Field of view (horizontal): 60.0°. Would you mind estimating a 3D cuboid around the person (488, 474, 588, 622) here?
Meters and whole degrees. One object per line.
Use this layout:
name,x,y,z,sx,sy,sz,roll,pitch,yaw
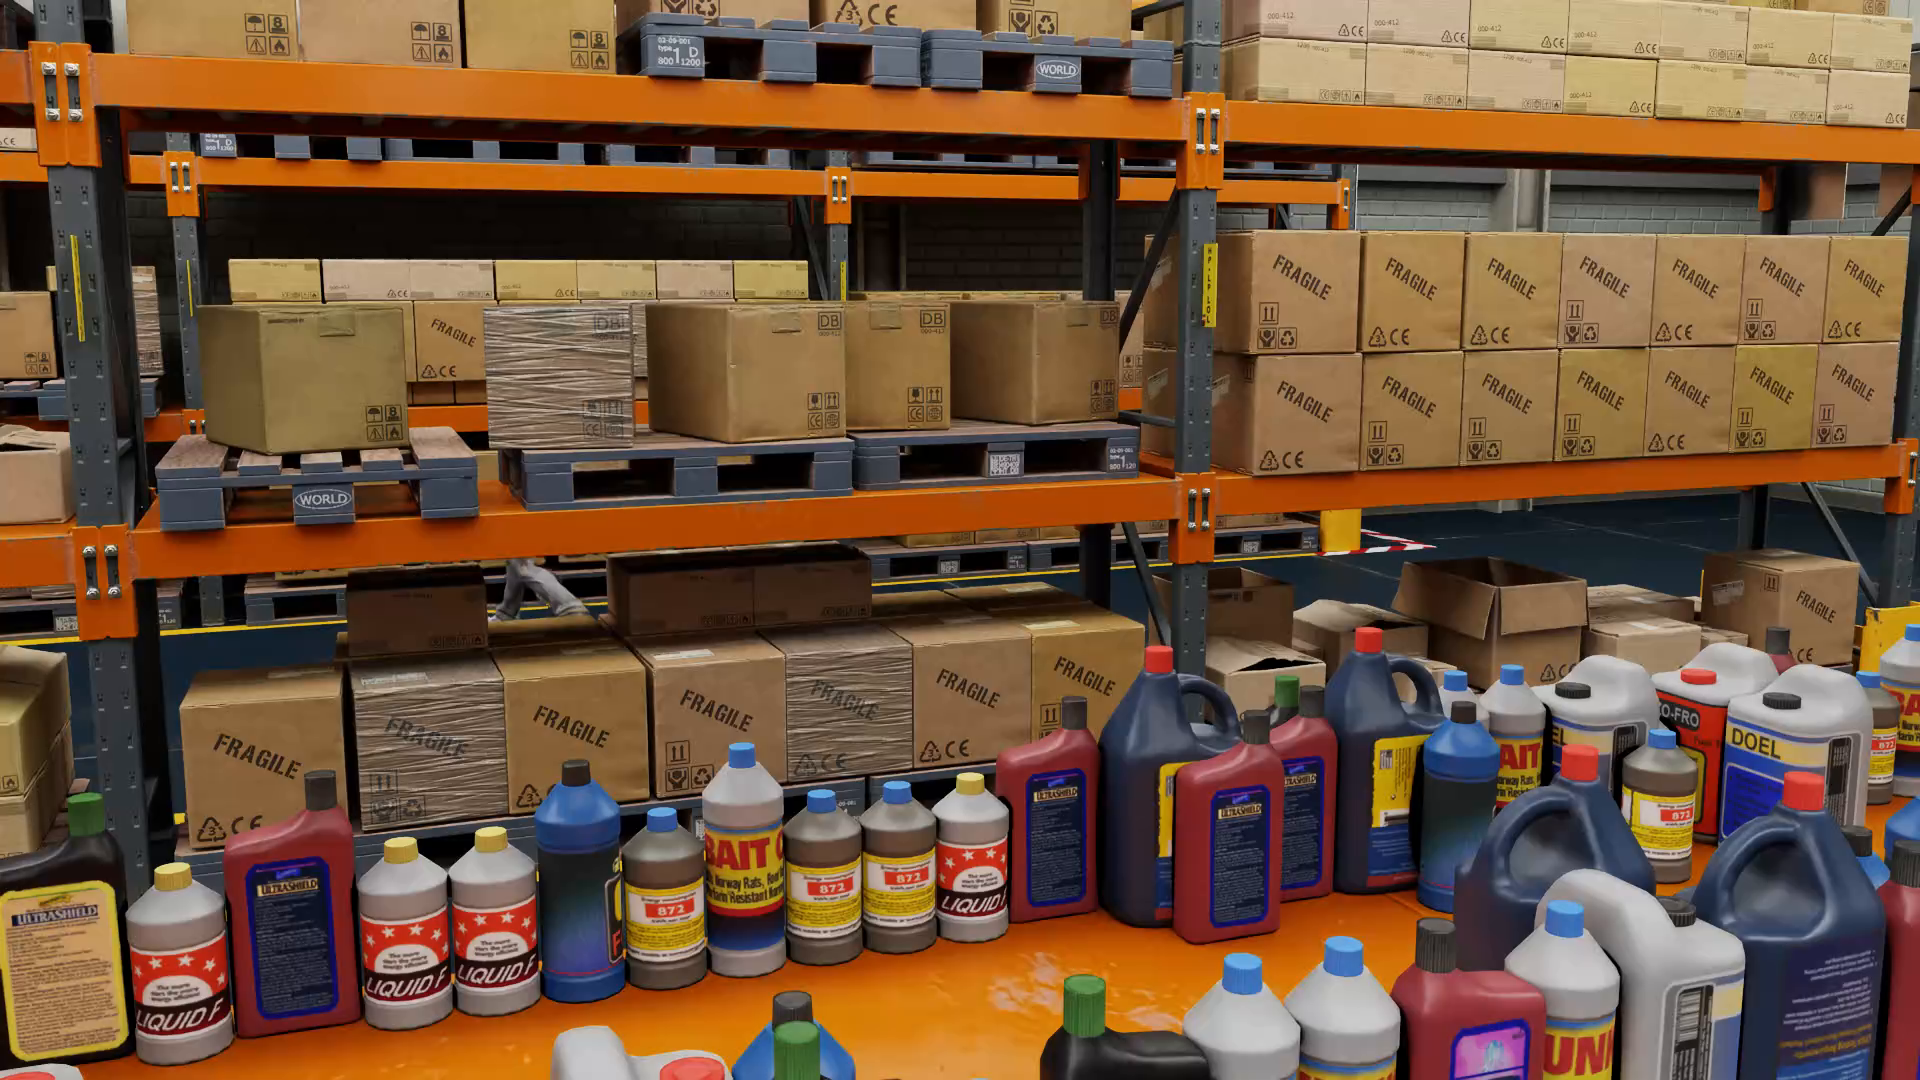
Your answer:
person,-2.500,-0.186,9.566,0.902,1.543,0.410,3,10,17
